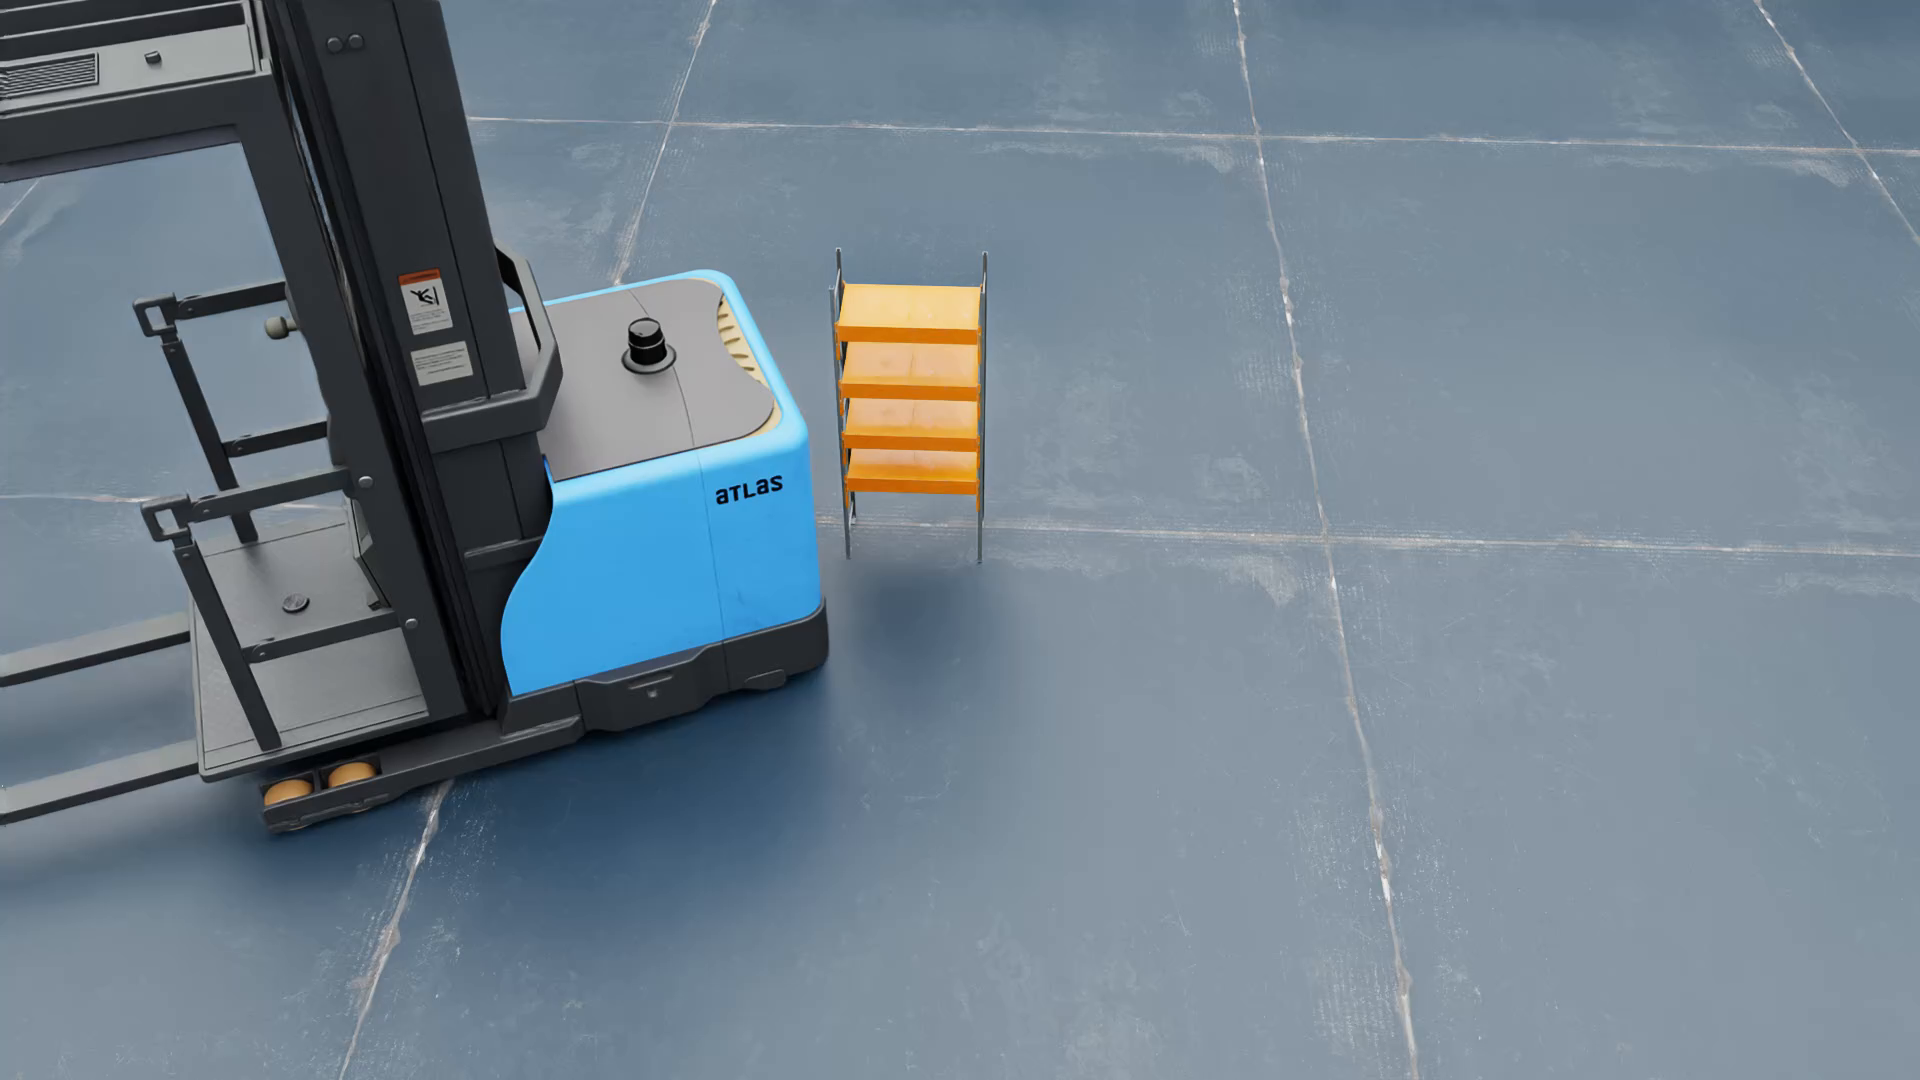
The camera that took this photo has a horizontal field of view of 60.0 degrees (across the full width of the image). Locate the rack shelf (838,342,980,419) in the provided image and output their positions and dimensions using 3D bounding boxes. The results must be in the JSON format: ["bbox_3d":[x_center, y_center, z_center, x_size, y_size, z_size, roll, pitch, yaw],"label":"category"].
[{"bbox_3d":[-0.165,-0.559,5.740,0.480,0.148,0.258,2,43,2],"label":"rack shelf"}]

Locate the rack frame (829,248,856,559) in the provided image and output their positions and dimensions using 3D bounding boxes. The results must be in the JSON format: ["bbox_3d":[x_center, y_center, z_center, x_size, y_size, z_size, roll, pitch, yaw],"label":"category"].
[{"bbox_3d":[-0.409,-0.452,5.855,0.015,1.200,0.240,2,43,2],"label":"rack frame"}]

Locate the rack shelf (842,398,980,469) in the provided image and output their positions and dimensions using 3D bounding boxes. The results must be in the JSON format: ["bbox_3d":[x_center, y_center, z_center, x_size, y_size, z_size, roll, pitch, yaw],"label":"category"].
[{"bbox_3d":[-0.165,-0.395,5.892,0.480,0.148,0.258,2,43,2],"label":"rack shelf"}]

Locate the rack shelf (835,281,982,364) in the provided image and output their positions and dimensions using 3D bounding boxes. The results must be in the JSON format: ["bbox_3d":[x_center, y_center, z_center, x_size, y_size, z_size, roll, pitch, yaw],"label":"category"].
[{"bbox_3d":[-0.165,-0.732,5.579,0.480,0.148,0.258,2,43,2],"label":"rack shelf"}]

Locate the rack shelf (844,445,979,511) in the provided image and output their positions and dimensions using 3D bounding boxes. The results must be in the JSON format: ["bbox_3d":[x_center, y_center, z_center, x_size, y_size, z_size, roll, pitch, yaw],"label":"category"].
[{"bbox_3d":[-0.165,-0.250,6.028,0.480,0.148,0.258,2,43,2],"label":"rack shelf"}]

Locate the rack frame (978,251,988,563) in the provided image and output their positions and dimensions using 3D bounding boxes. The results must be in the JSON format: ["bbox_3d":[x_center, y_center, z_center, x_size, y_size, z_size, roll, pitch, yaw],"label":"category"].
[{"bbox_3d":[0.078,-0.437,5.838,0.015,1.200,0.240,2,43,2],"label":"rack frame"}]

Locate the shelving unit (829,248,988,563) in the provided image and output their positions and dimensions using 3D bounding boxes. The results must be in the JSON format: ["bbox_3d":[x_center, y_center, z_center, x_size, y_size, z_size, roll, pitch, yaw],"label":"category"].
[{"bbox_3d":[-0.165,-0.444,5.846,0.503,1.200,0.258,2,43,2],"label":"shelving unit"}]

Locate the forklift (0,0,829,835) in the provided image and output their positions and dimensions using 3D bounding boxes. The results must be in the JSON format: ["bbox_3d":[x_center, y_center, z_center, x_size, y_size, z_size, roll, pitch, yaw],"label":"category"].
[{"bbox_3d":[-2.022,-0.564,4.705,3.031,2.935,1.130,-15,45,-15],"label":"forklift"}]
